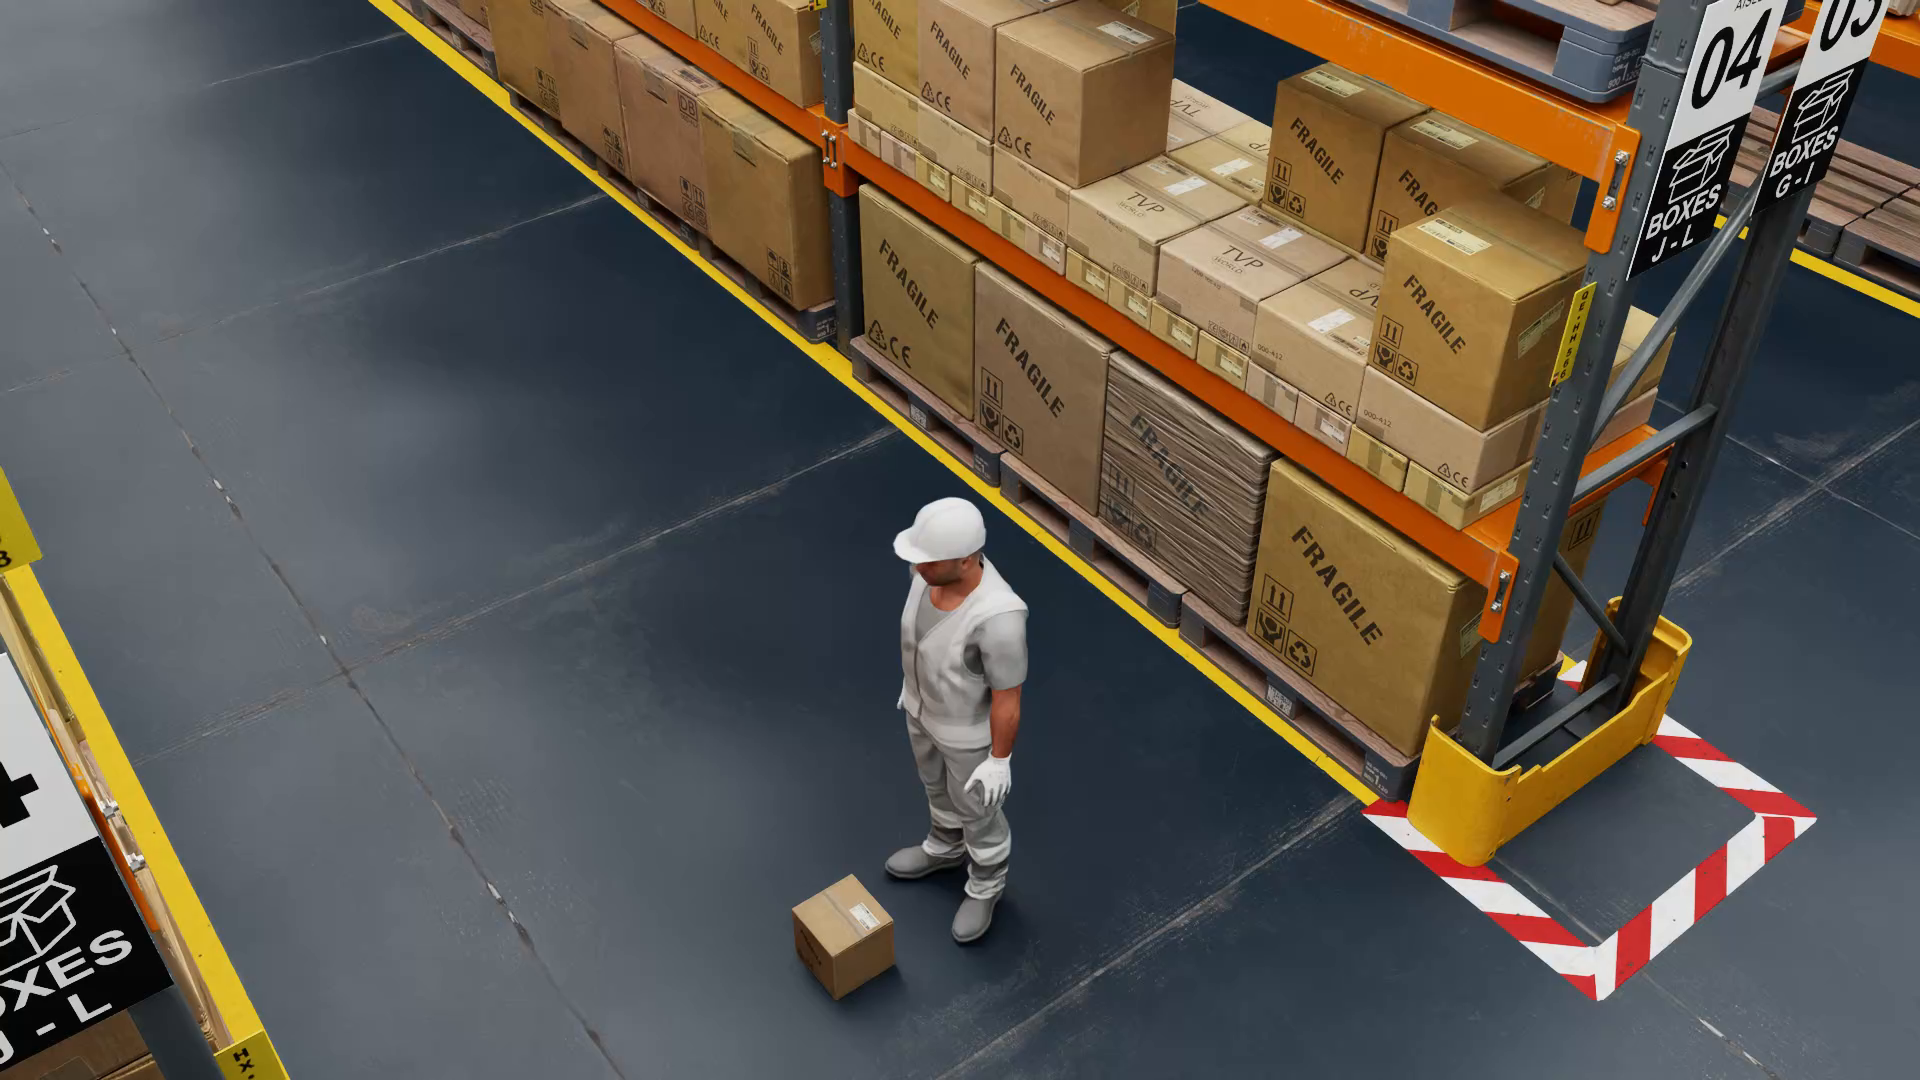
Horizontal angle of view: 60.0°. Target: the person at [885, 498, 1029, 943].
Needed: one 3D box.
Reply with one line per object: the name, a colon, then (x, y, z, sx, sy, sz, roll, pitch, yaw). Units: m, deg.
person: (-0.011, 0.587, 5.410, 0.356, 1.788, 0.579, -25, 46, -27)
